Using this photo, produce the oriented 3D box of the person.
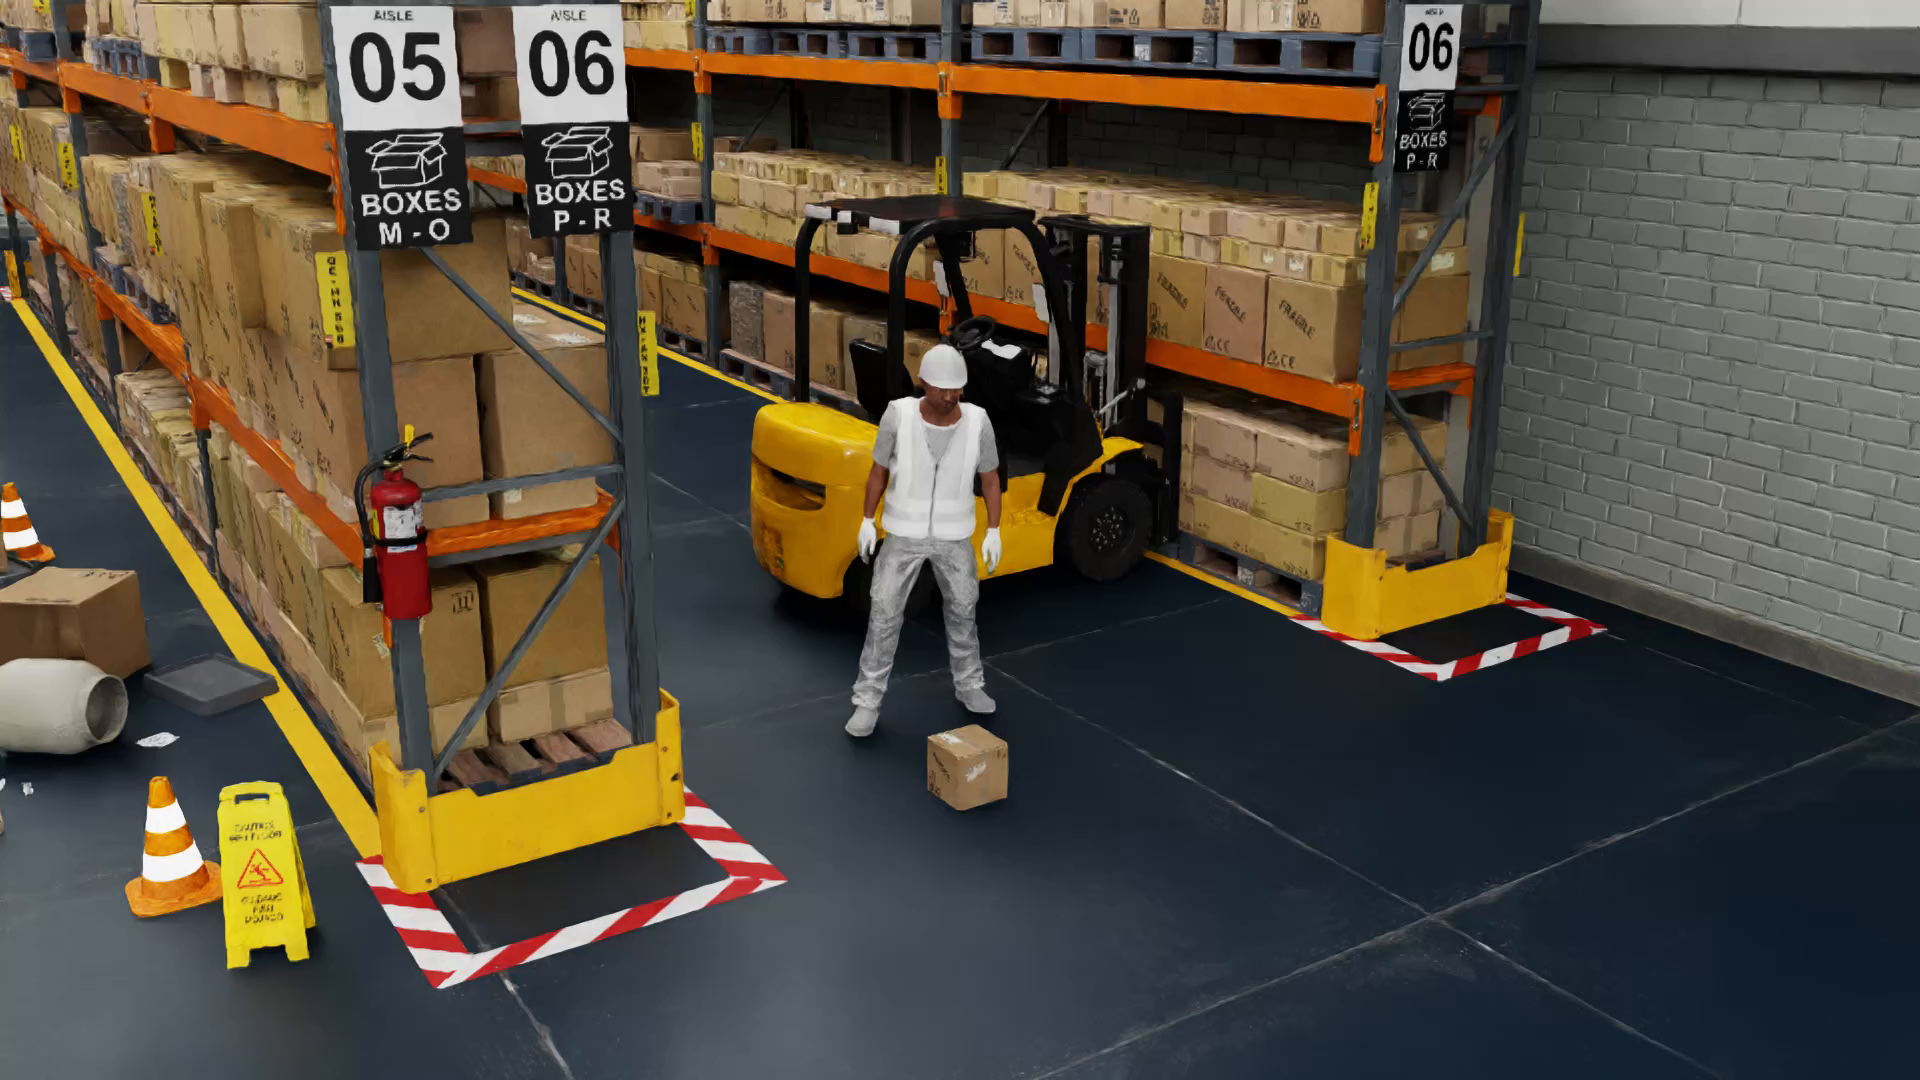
[{"bbox_3d":[-0.172,-0.012,7.515,0.745,1.768,0.534,-2,18,-5],"label":"person"}]
